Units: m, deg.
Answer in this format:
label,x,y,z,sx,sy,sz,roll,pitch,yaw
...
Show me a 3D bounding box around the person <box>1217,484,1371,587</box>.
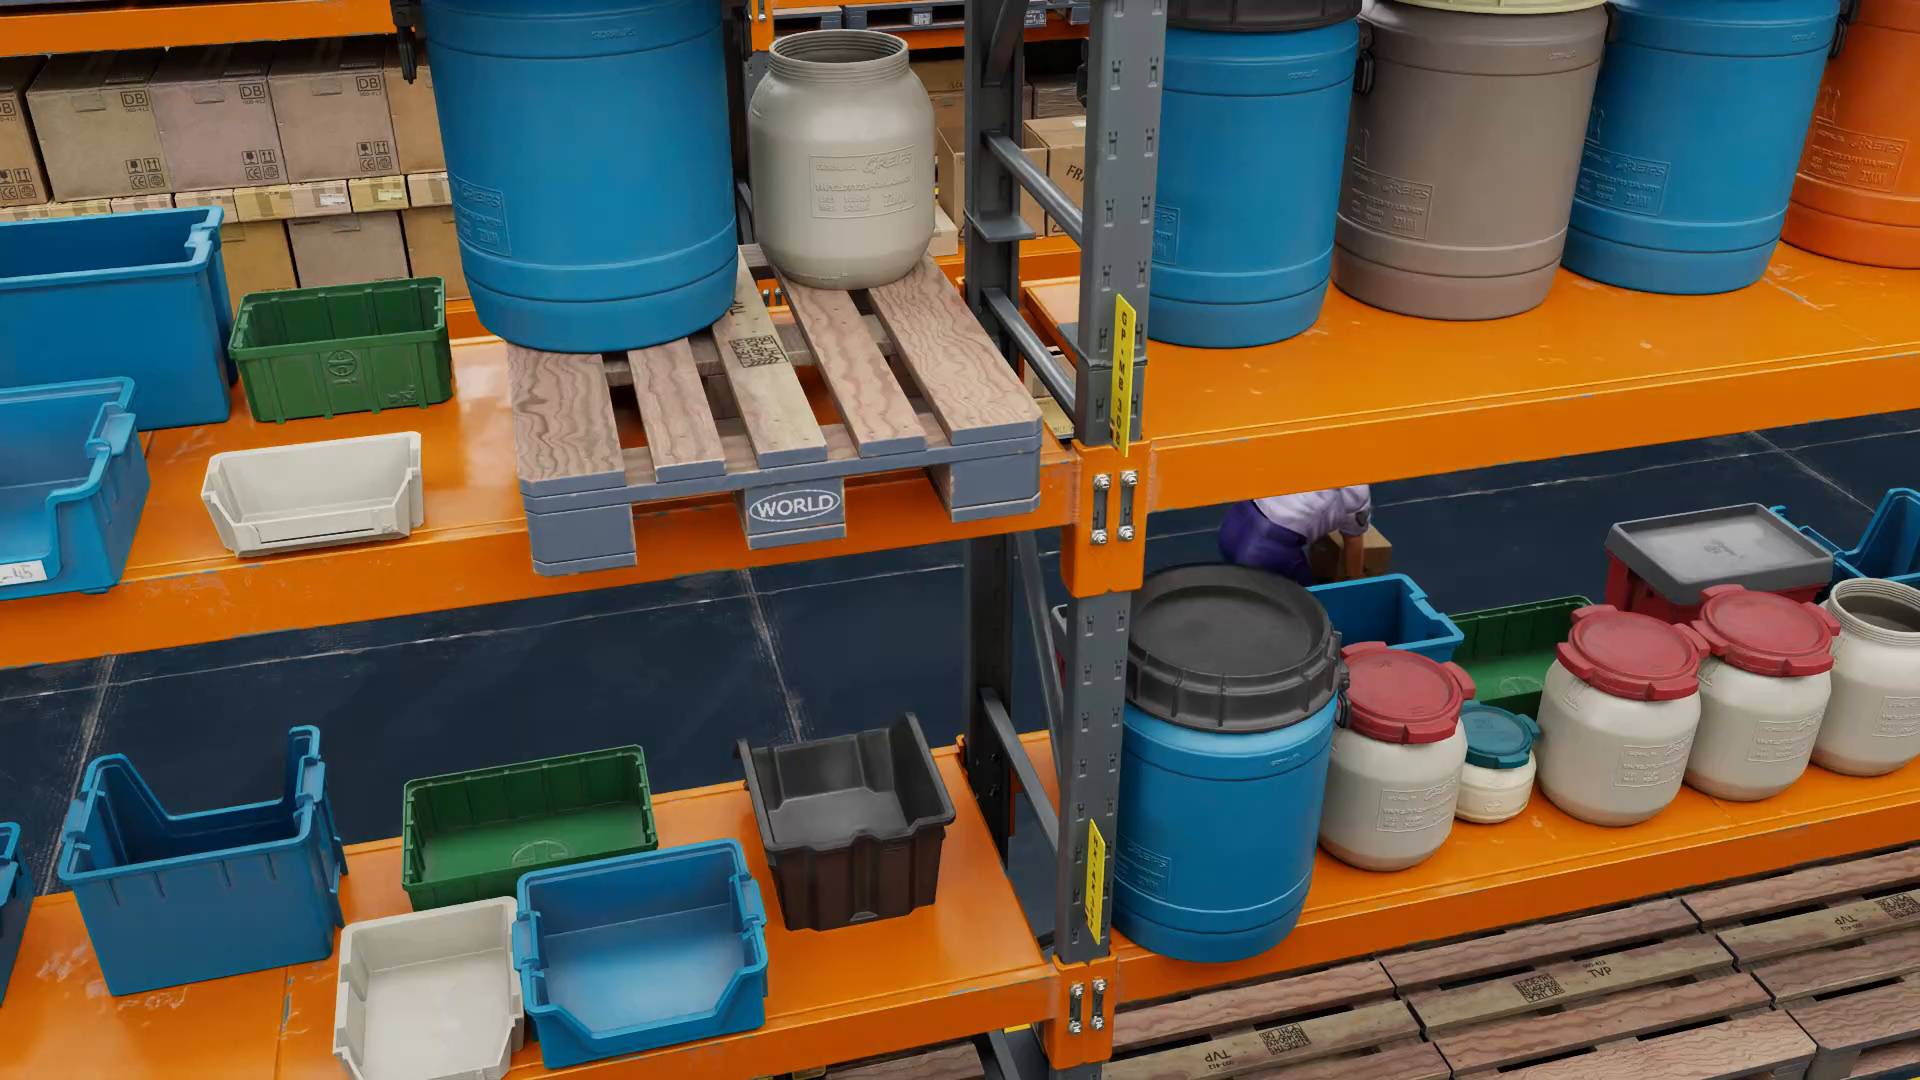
label,x,y,z,sx,sy,sz,roll,pitch,yaw
person,1.507,0.096,7.242,0.766,1.392,0.459,-9,32,-14
